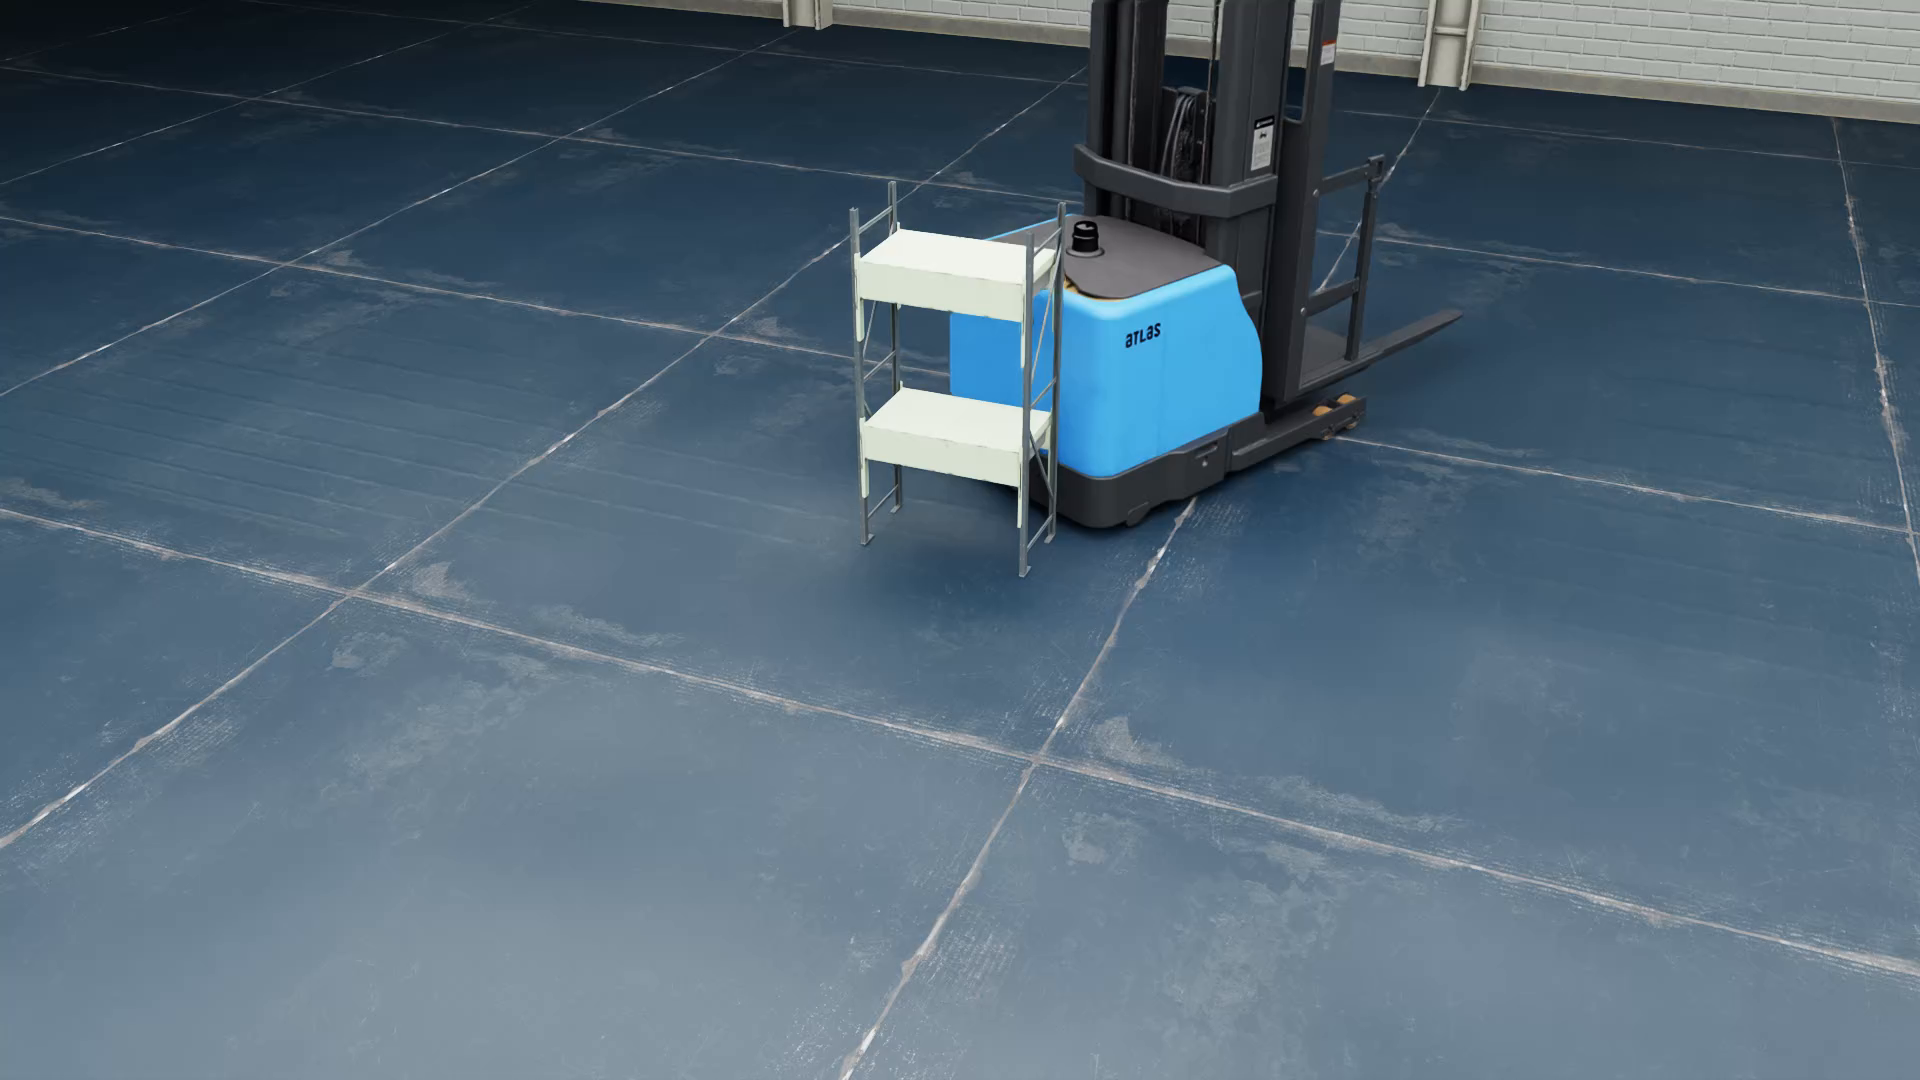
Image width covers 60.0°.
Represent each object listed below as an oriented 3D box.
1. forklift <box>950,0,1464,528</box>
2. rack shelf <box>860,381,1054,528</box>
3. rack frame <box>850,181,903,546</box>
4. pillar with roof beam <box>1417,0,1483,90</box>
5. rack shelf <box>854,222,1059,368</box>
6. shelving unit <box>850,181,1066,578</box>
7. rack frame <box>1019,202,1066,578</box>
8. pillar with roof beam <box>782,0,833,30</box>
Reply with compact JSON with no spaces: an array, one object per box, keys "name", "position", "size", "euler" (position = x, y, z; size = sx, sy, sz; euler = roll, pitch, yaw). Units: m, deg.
[{"name":"forklift","position":[1.372,-1.933,7.691],"size":[3.031,2.935,1.130],"euler":[-24,37,-36]},{"name":"rack shelf","position":[-0.006,-0.370,7.044],"size":[0.720,0.370,0.431],"euler":[11,31,19]},{"name":"rack frame","position":[-0.345,-0.722,7.003],"size":[0.023,1.500,0.400],"euler":[11,31,19]},{"name":"pillar with roof beam","position":[2.482,-5.818,8.399],"size":[0.400,9.000,9.100],"euler":[11,31,19]},{"name":"rack shelf","position":[-0.006,-0.994,6.691],"size":[0.720,0.370,0.431],"euler":[11,31,19]},{"name":"shelving unit","position":[-0.006,-0.654,6.883],"size":[0.755,1.500,0.431],"euler":[11,31,19]},{"name":"rack frame","position":[0.333,-0.586,6.763],"size":[0.023,1.500,0.400],"euler":[11,31,19]},{"name":"pillar with roof beam","position":[-3.078,-6.928,10.363],"size":[0.400,9.000,9.100],"euler":[11,31,19]}]
